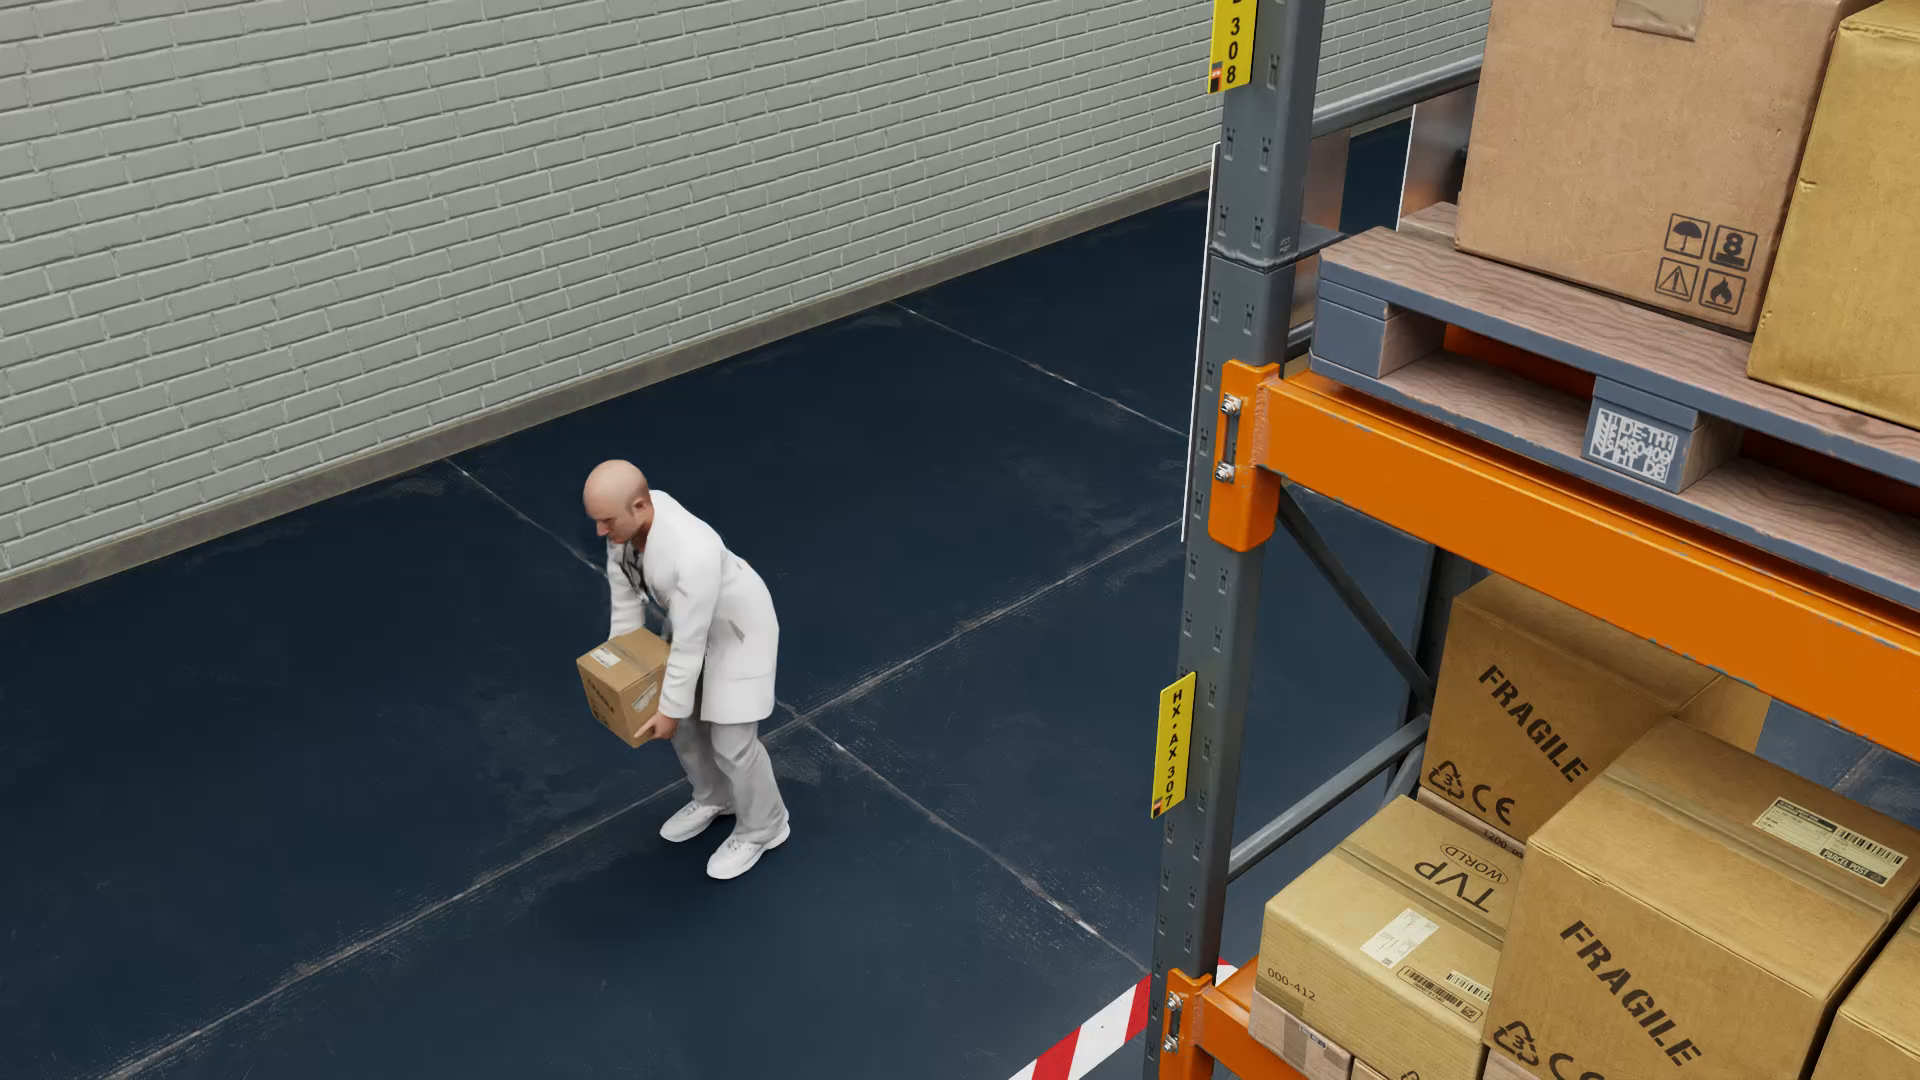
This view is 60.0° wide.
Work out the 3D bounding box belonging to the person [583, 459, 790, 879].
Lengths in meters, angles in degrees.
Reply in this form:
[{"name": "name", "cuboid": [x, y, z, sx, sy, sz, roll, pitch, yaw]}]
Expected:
[{"name": "person", "cuboid": [-0.915, 0.404, 5.586, 0.627, 1.679, 0.540, -27, 40, -36]}]
